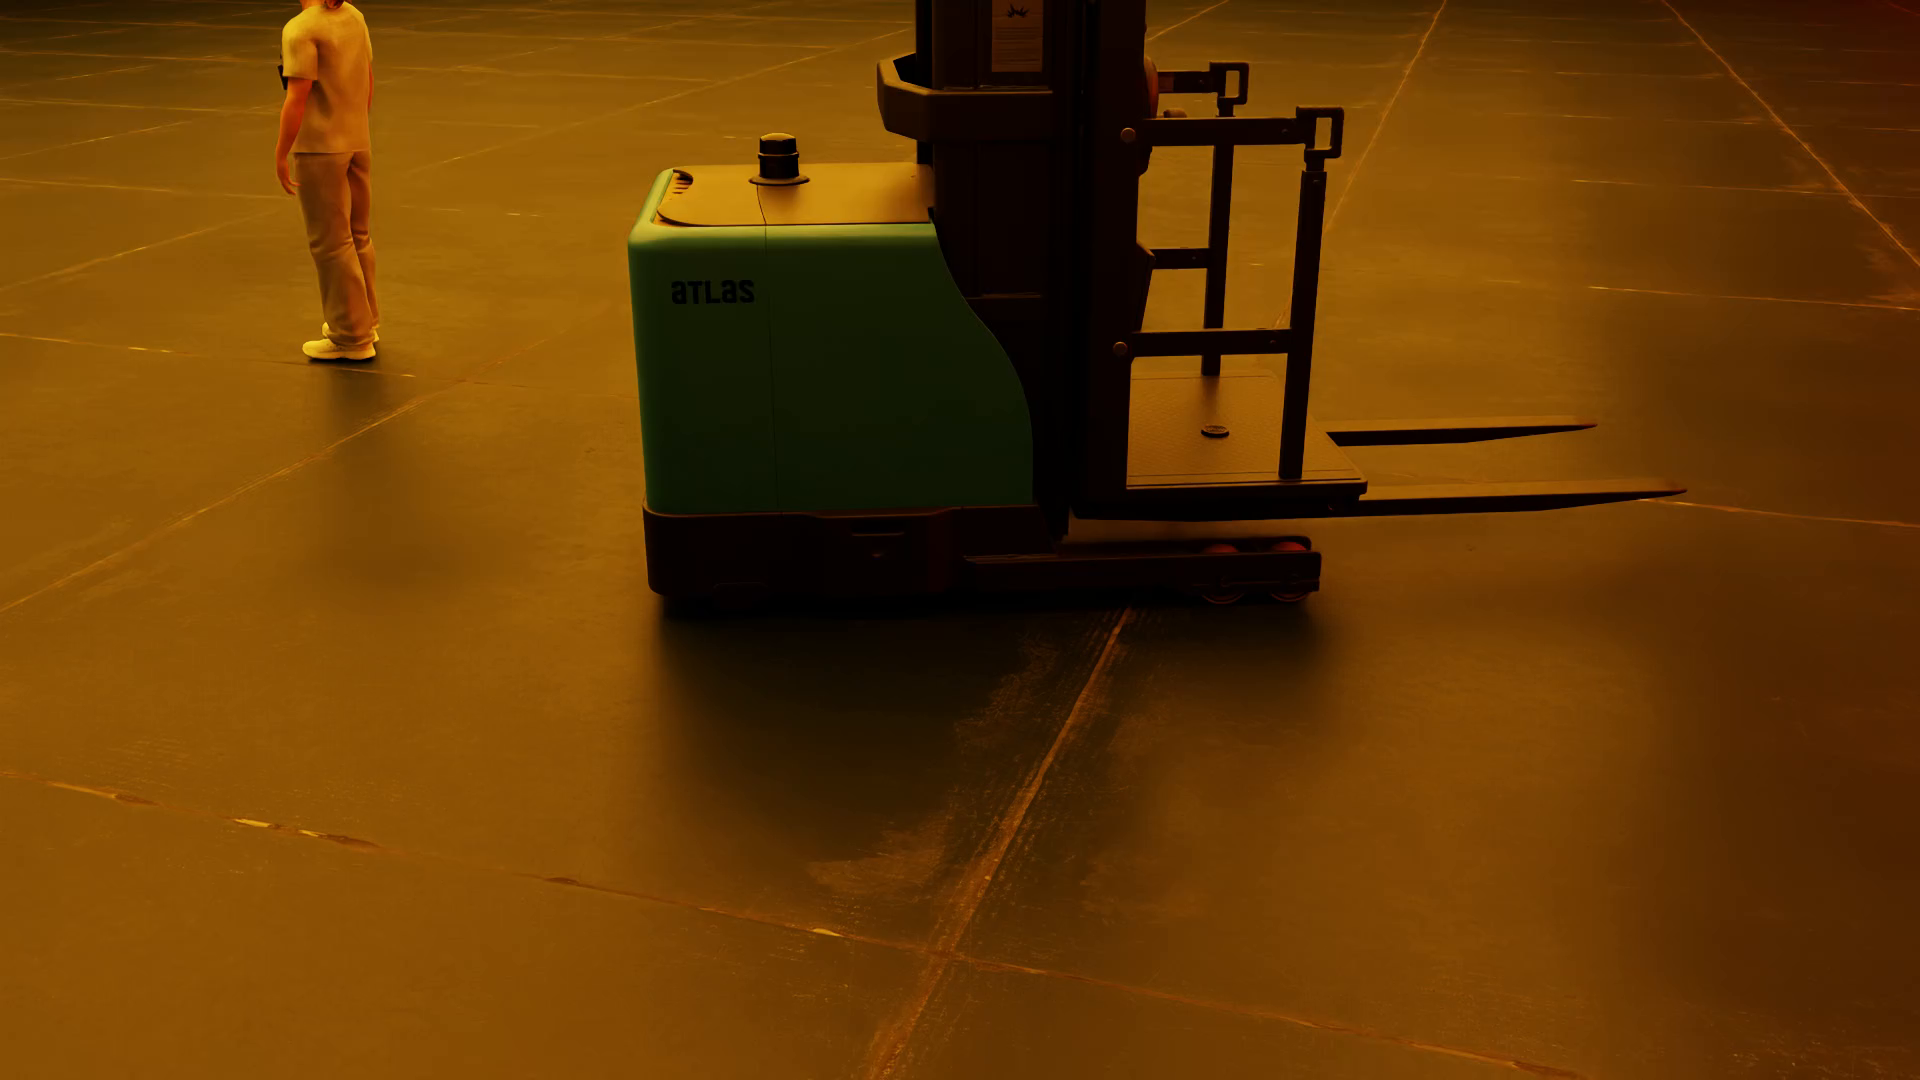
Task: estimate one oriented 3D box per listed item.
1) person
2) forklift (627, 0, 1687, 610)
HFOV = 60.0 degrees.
[{"bbox_3d":[-2.573,-1.546,6.652,0.549,1.675,0.550,6,23,15],"label":"person"},{"bbox_3d":[0.606,-1.374,4.608,3.031,2.935,1.130,-2,23,-4],"label":"forklift"}]
